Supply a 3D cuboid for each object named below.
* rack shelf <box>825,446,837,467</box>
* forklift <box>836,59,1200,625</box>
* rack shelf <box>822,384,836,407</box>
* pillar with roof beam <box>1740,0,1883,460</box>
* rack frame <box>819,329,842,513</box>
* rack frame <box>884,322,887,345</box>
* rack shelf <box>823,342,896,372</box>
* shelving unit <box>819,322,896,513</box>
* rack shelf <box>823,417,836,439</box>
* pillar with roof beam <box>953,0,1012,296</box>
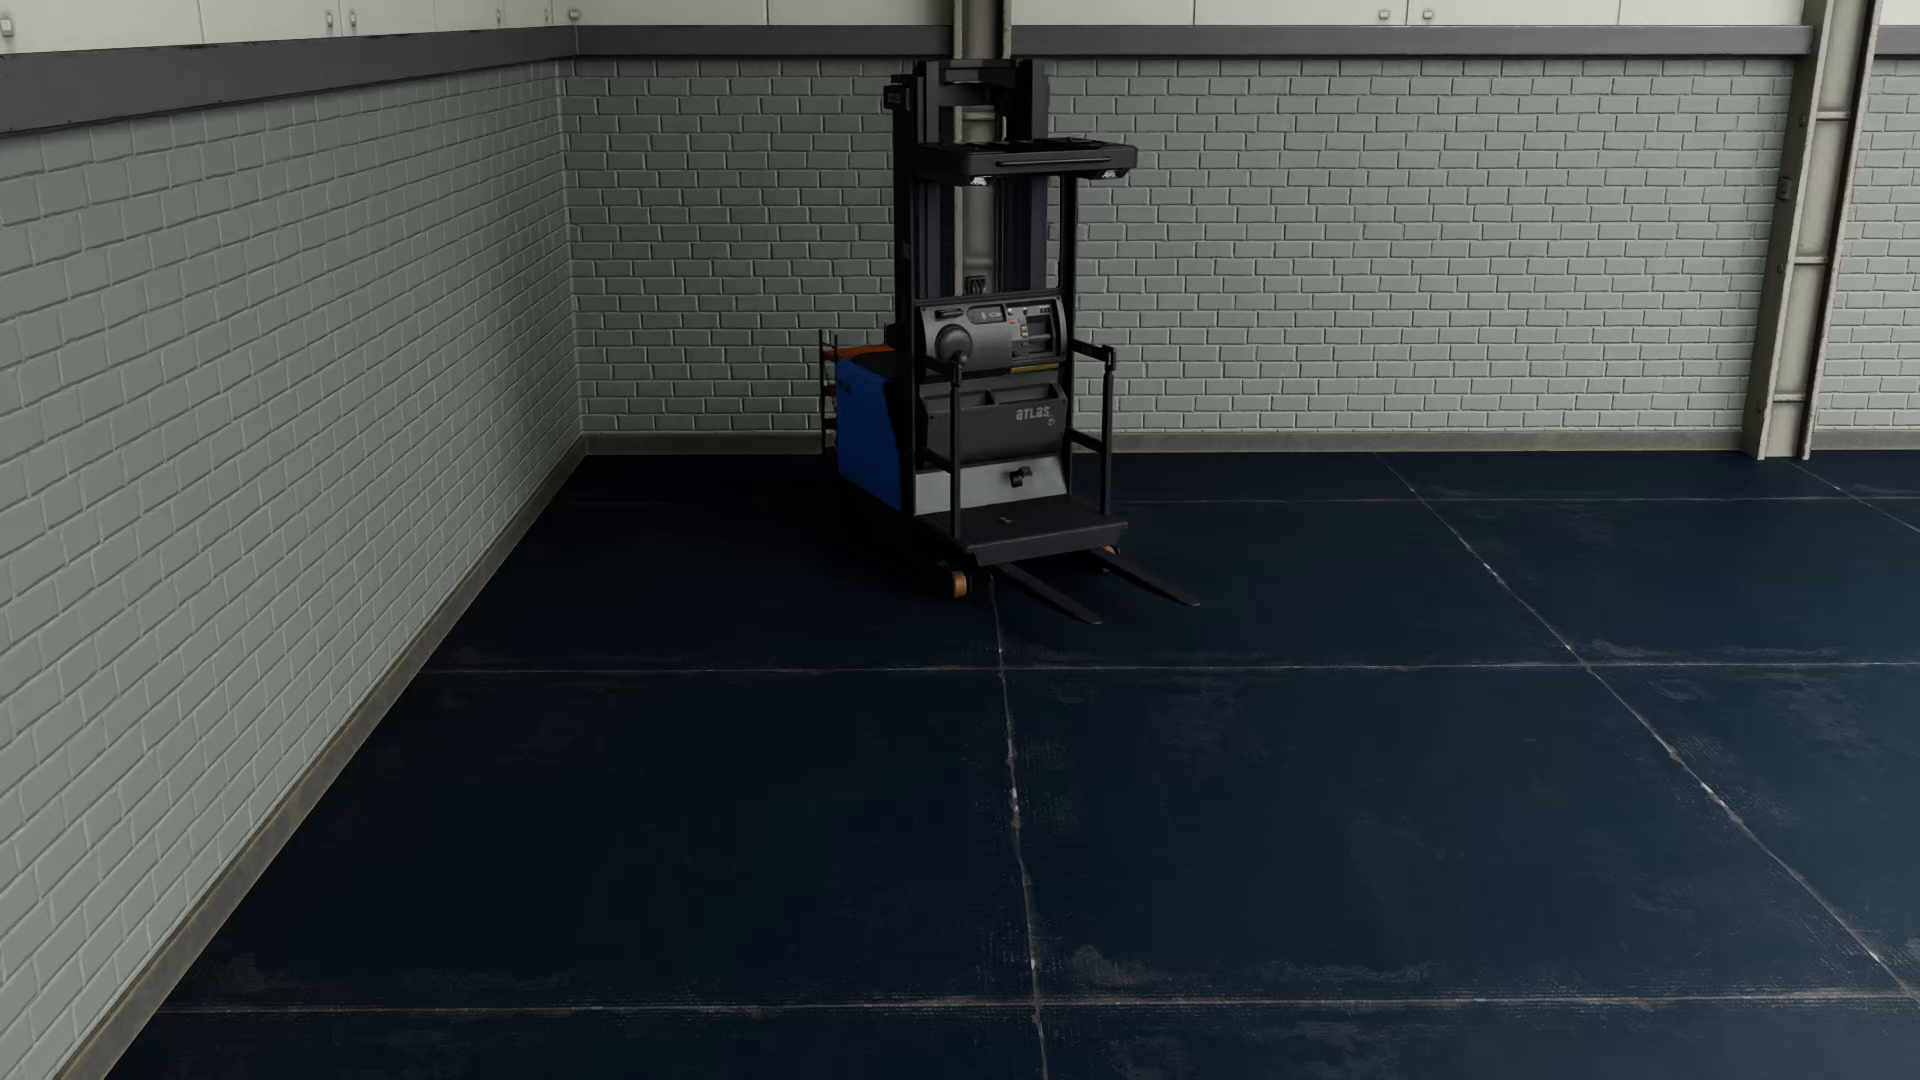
[{"bbox_3d":[-0.651,-0.567,11.220,0.480,0.148,0.258,-11,21,-30],"label":"rack shelf"},{"bbox_3d":[0.296,-1.214,9.534,1.130,2.935,3.031,-9,20,-25],"label":"forklift"},{"bbox_3d":[-0.651,-0.969,11.091,0.480,0.148,0.258,-11,21,-30],"label":"rack shelf"},{"bbox_3d":[6.217,-3.619,7.097,0.400,9.000,9.100,0,18,-1],"label":"pillar with roof beam"},{"bbox_3d":[-0.859,-0.781,11.018,0.015,1.200,0.240,-11,21,-30],"label":"rack frame"},{"bbox_3d":[-0.443,-0.859,11.260,0.015,1.200,0.240,-11,21,-30],"label":"rack frame"},{"bbox_3d":[-0.651,-1.194,11.019,0.480,0.148,0.258,-11,21,-30],"label":"rack shelf"},{"bbox_3d":[-0.651,-0.820,11.139,0.503,1.200,0.258,-11,21,-30],"label":"shelving unit"},{"bbox_3d":[-0.651,-0.756,11.159,0.480,0.148,0.258,-11,21,-30],"label":"rack shelf"},{"bbox_3d":[0.218,-3.590,7.007,0.400,9.000,9.100,0,18,-1],"label":"pillar with roof beam"}]
